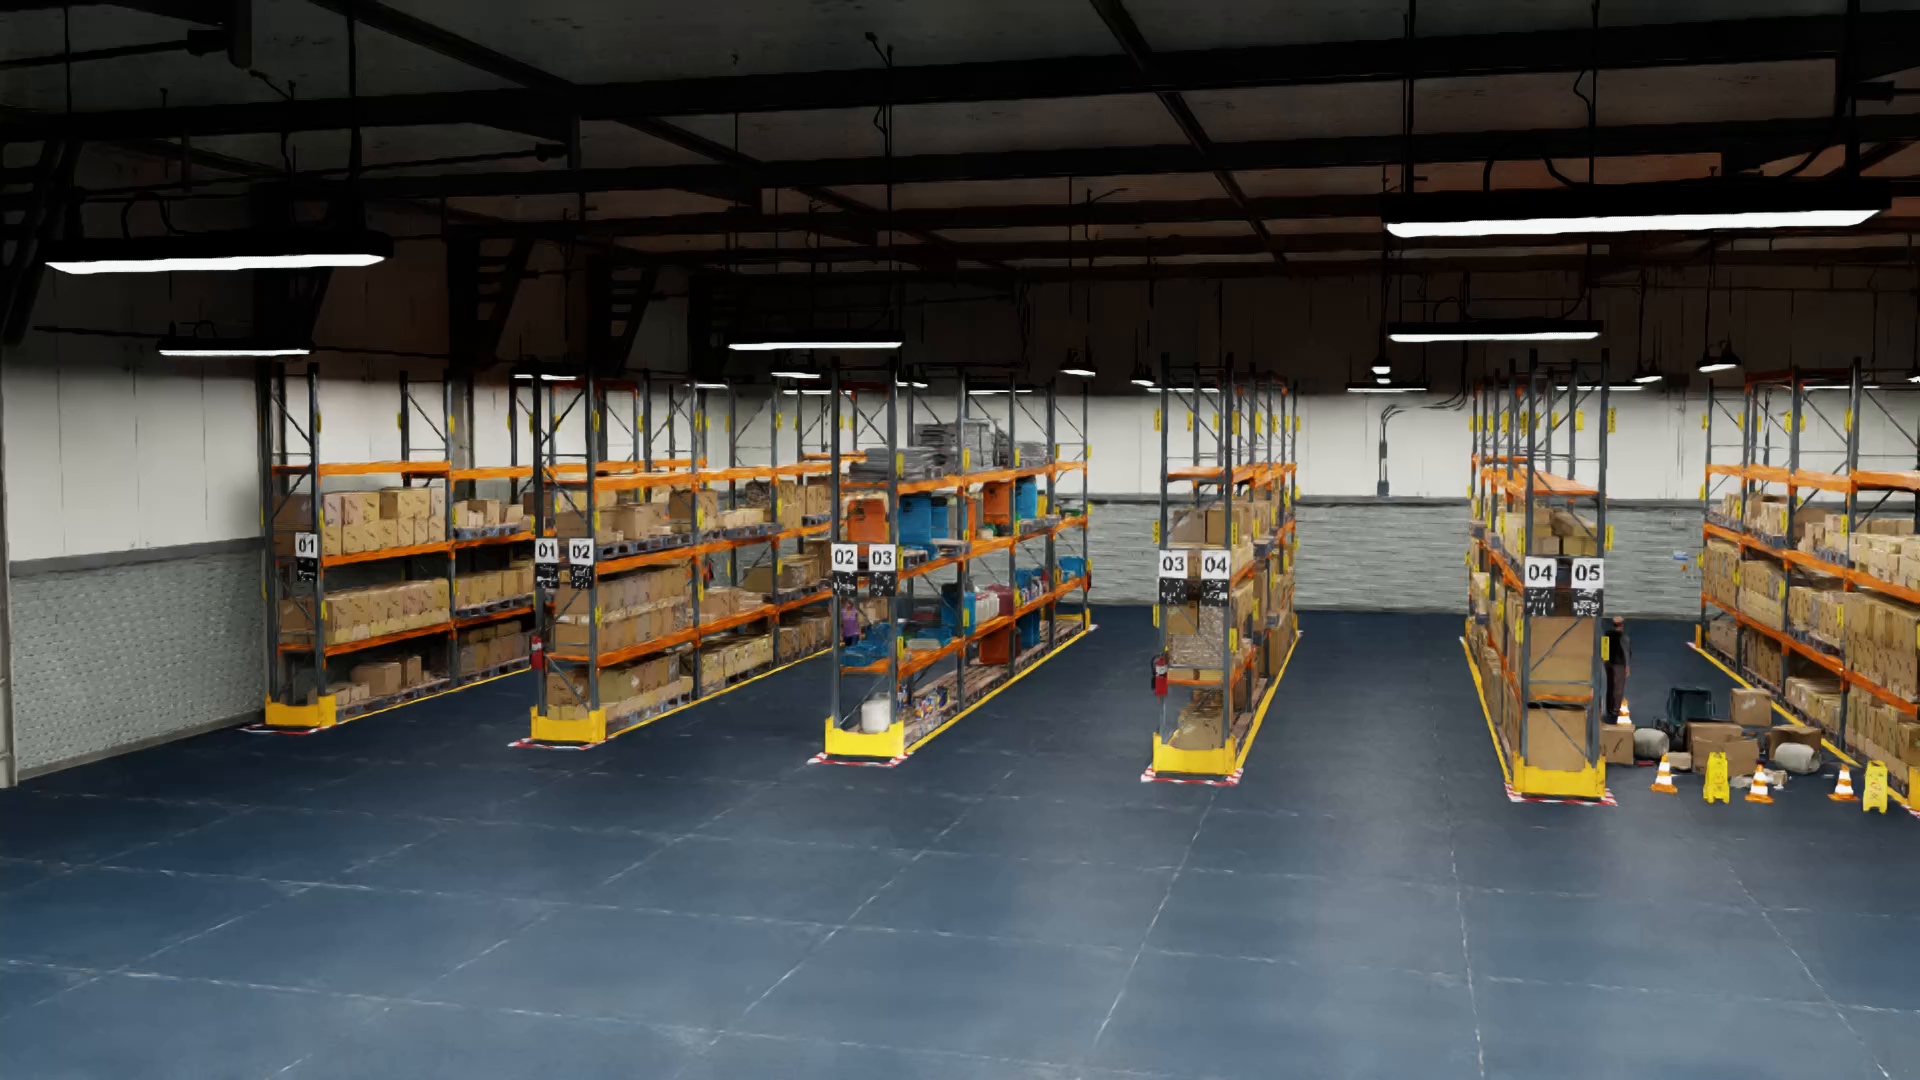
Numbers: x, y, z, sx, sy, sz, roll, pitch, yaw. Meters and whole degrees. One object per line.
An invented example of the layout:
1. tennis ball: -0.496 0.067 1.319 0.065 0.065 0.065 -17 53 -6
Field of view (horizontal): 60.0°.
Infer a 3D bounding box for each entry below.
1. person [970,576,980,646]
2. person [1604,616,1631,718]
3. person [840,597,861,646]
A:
1. person: 0.209 1.577 37.228 0.634 1.629 0.507 1 4 14
2. person: 11.197 2.141 28.241 0.450 1.727 0.584 -1 4 -17
3. person: -2.213 1.884 33.309 0.419 1.514 1.038 1 4 12
